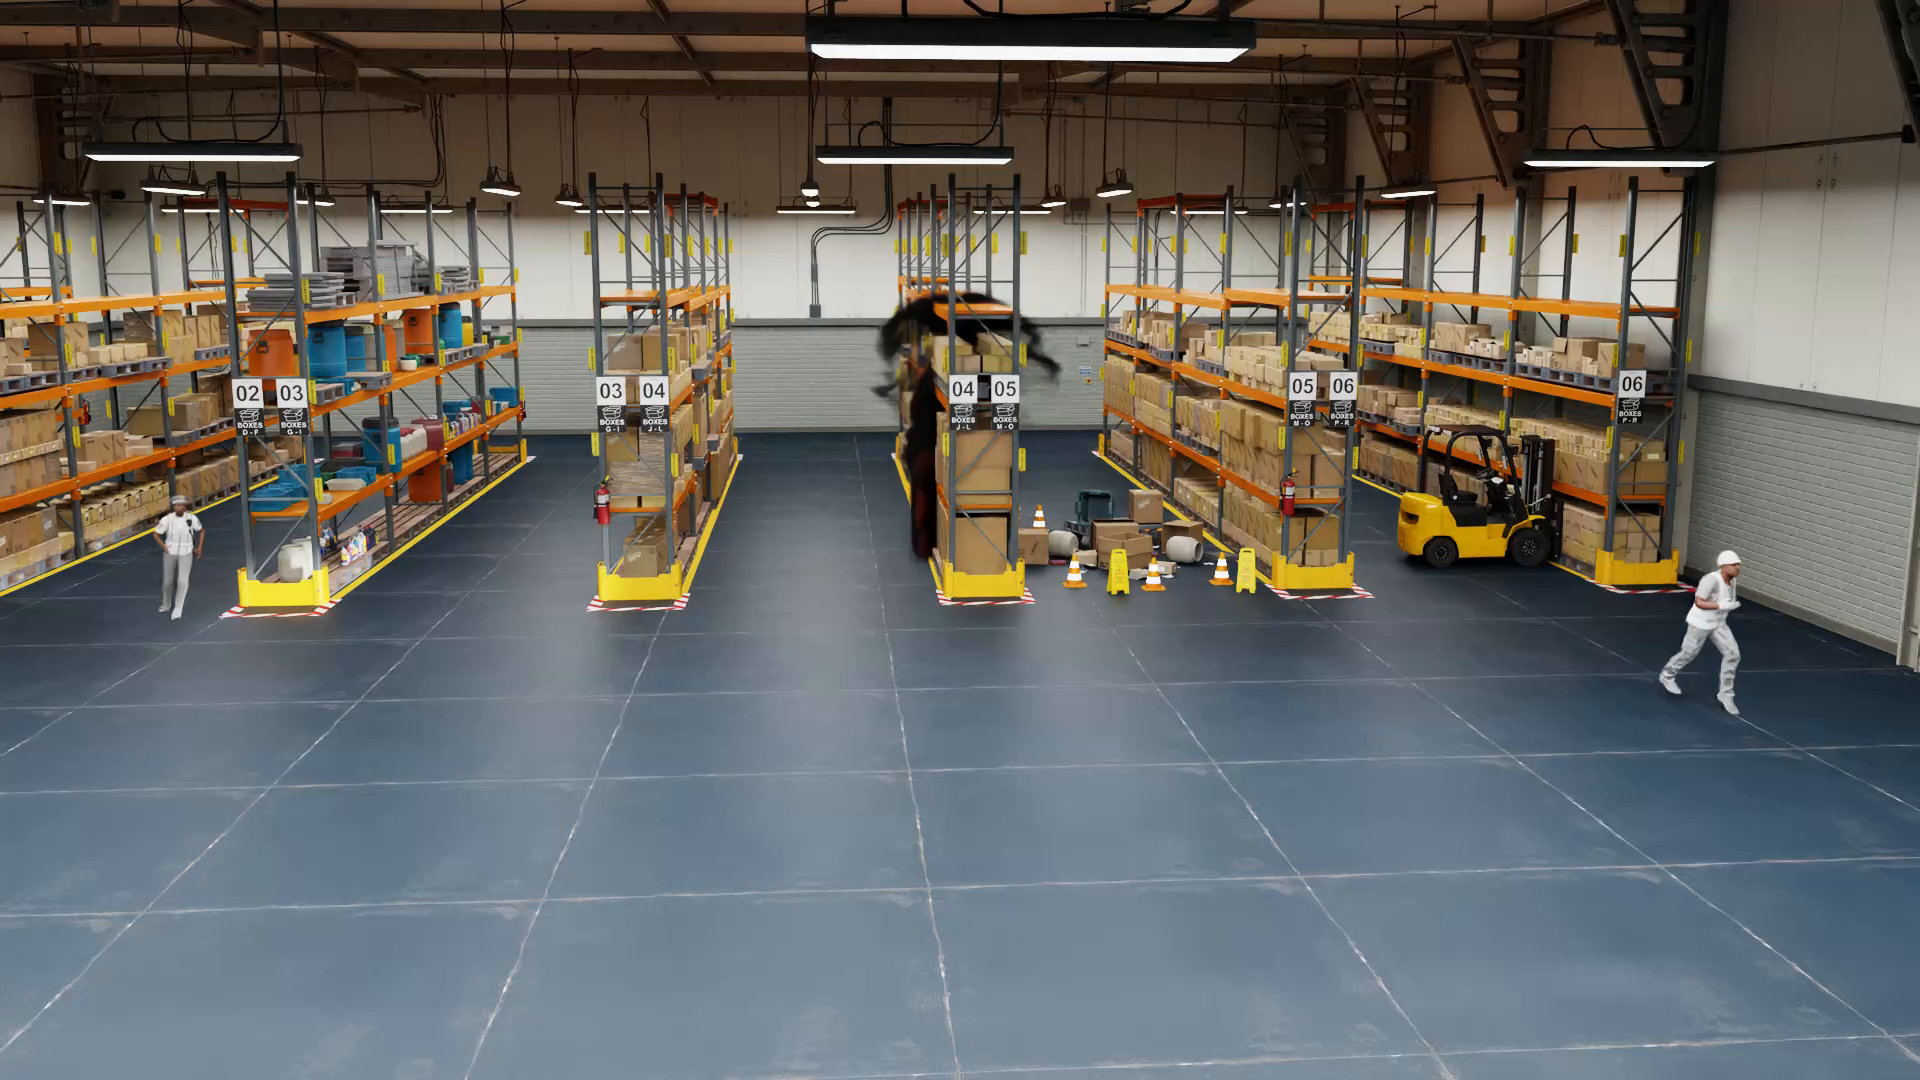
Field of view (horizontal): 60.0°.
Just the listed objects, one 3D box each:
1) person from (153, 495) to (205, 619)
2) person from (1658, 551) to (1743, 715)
[{"bbox_3d":[-10.688,0.215,22.774,0.658,1.699,0.665,-4,11,-23],"label":"person"},{"bbox_3d":[8.150,0.963,18.255,0.675,1.791,0.985,-5,11,-25],"label":"person"}]
